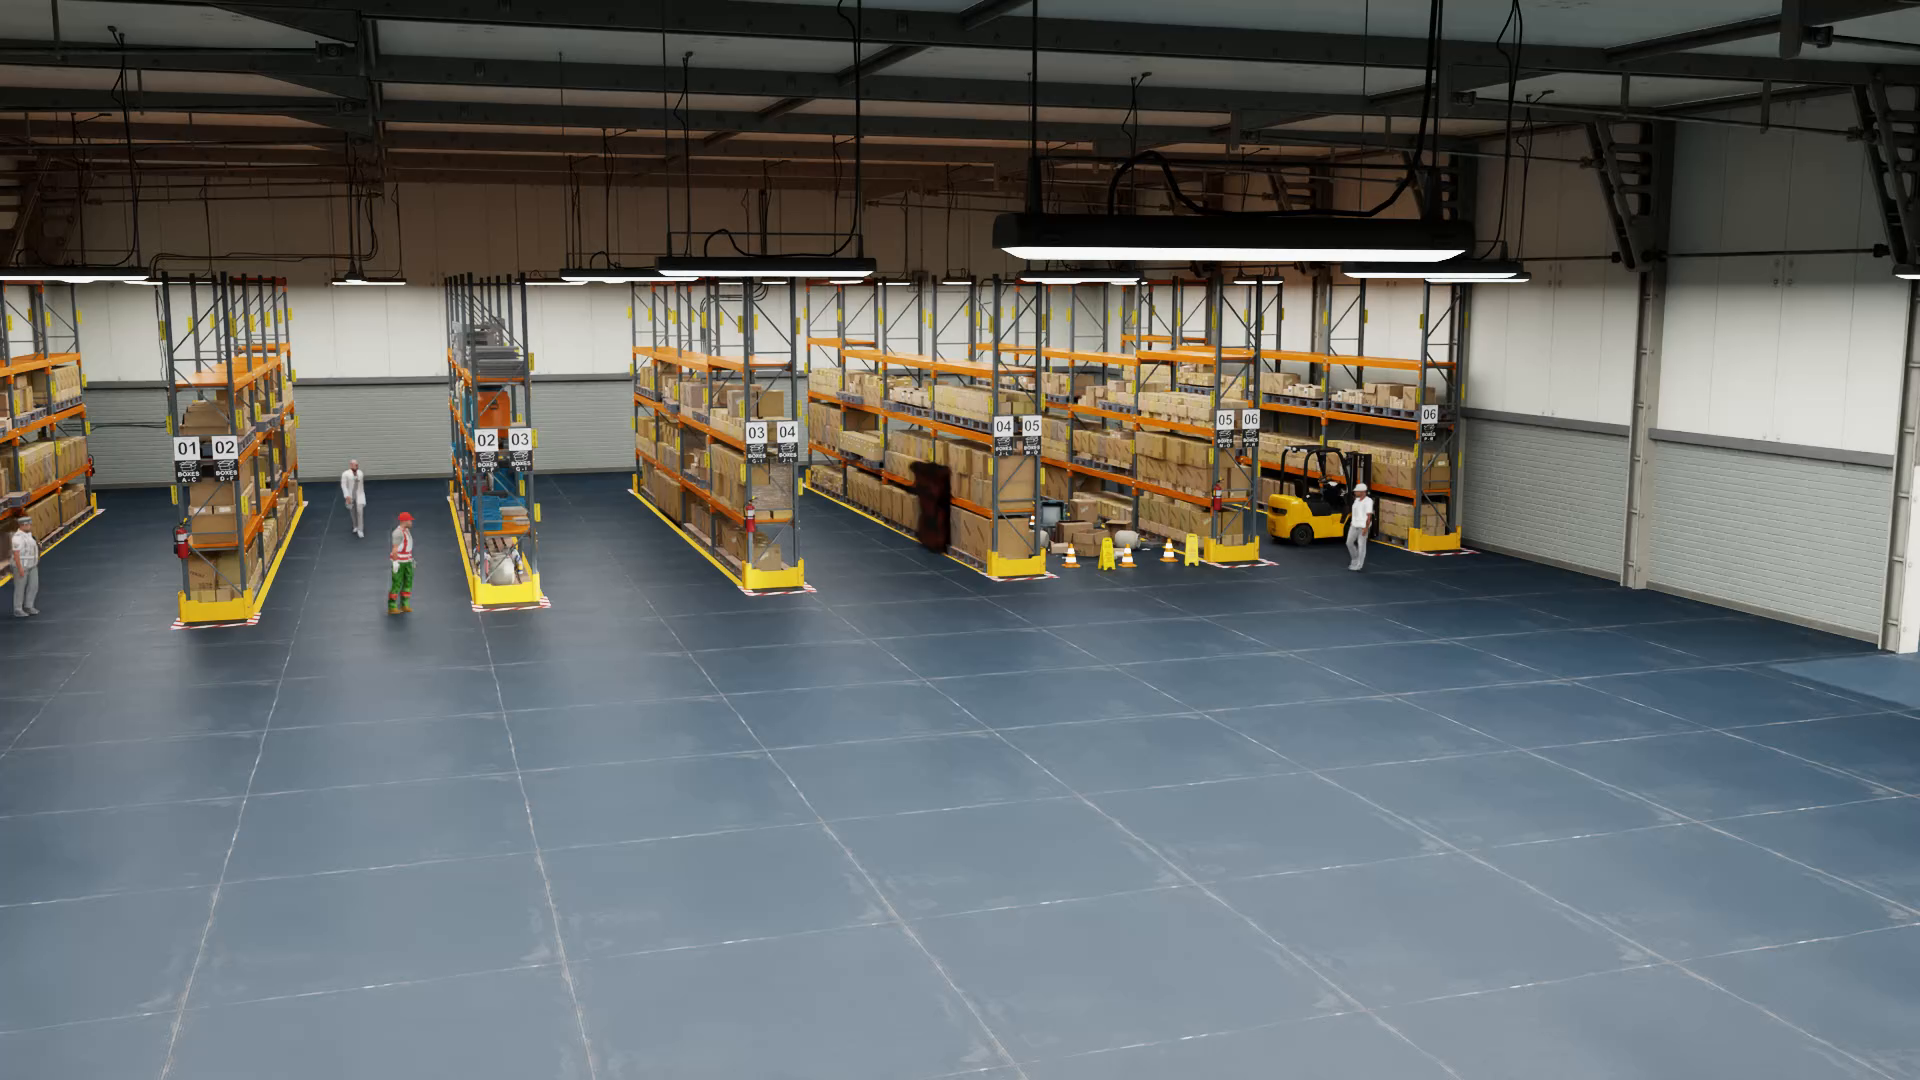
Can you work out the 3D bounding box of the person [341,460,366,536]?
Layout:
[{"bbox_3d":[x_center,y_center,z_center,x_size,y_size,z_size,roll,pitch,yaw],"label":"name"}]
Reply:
[{"bbox_3d":[-14.117,-1.001,38.737,0.529,1.727,1.049,-2,9,-12],"label":"person"}]

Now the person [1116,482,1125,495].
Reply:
[{"bbox_3d":[4.396,-2.058,46.181,0.367,1.666,0.507,-3,9,-17],"label":"person"}]

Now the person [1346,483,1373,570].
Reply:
[{"bbox_3d":[8.189,-0.256,34.059,0.498,1.805,0.579,-7,11,-37],"label":"person"}]

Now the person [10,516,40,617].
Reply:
[{"bbox_3d":[-16.463,0.462,29.271,0.423,1.760,0.572,1,9,10],"label":"person"}]

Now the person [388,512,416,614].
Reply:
[{"bbox_3d":[-9.899,0.399,29.517,0.444,1.786,0.654,2,9,14],"label":"person"}]
